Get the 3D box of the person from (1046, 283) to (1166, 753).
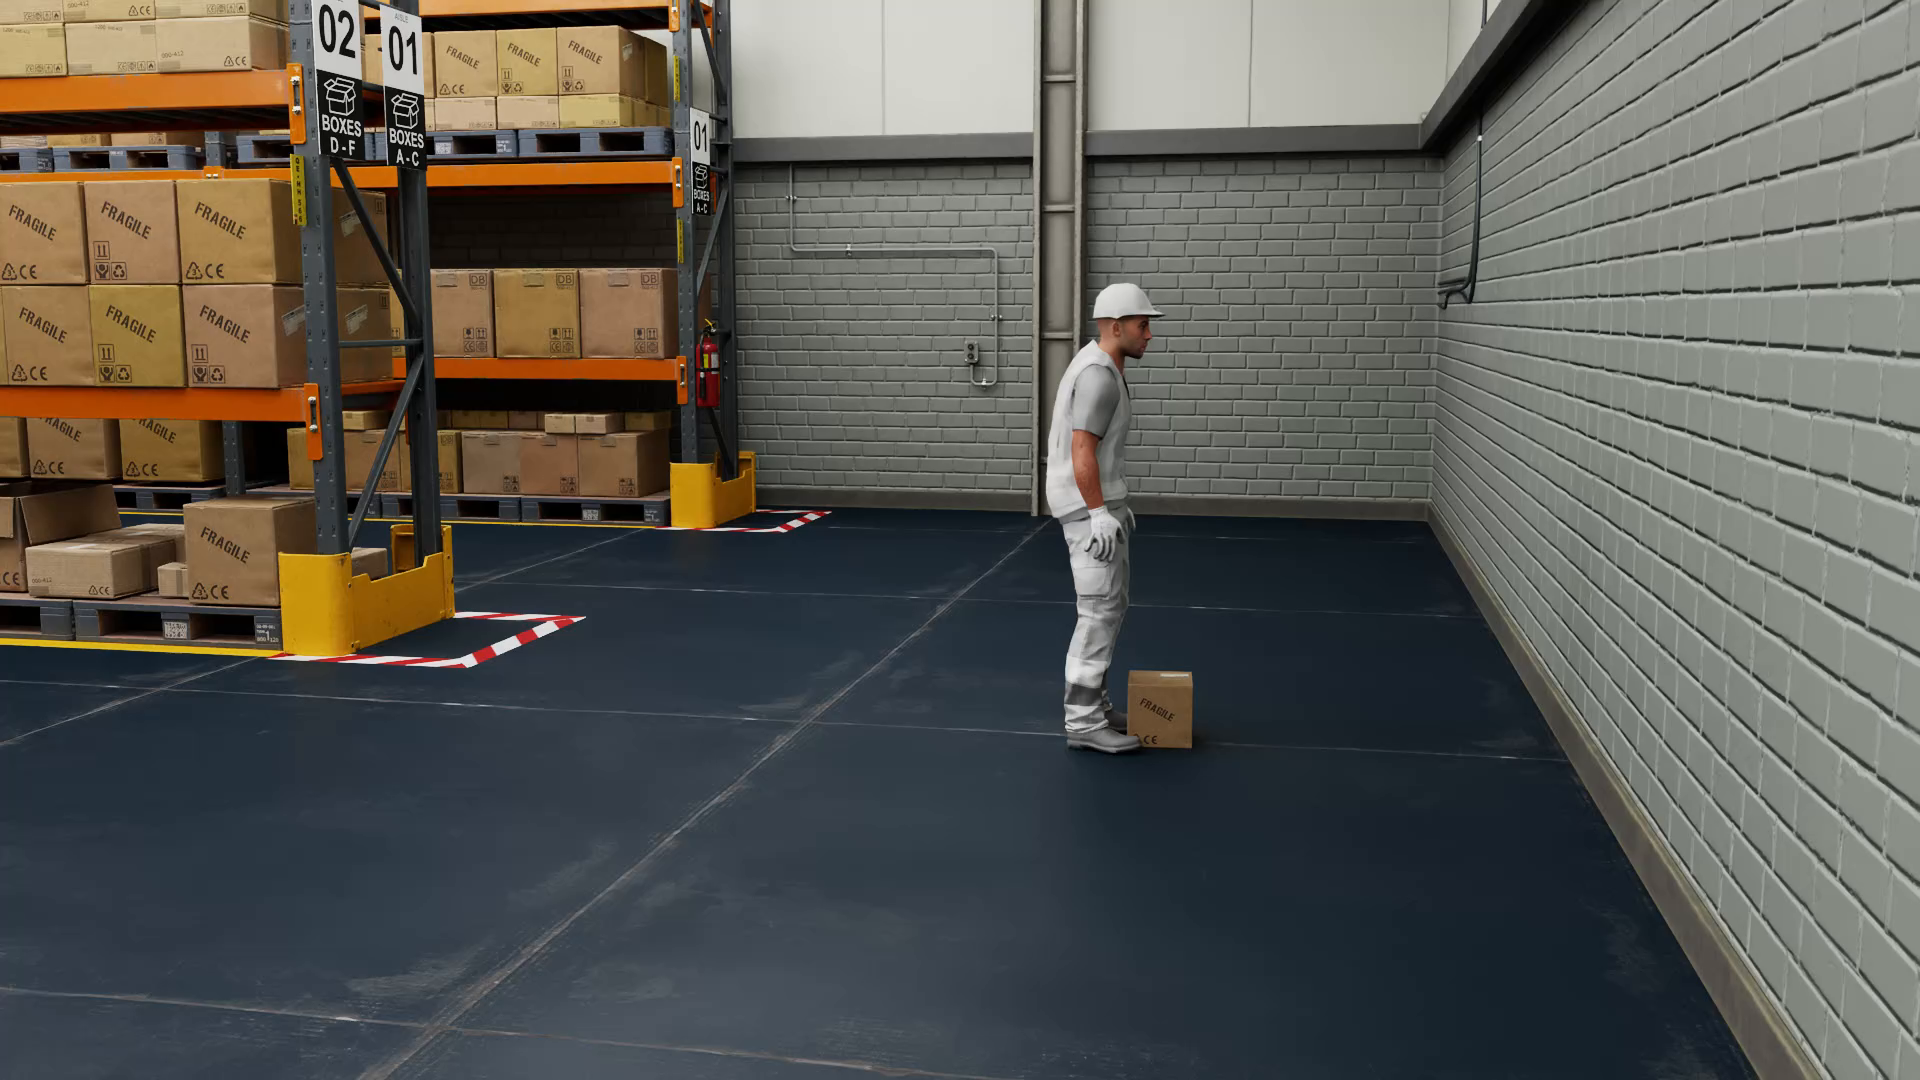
[{"bbox_3d":[0.563,-0.099,6.469,0.449,1.780,0.607,2,8,11],"label":"person"}]
